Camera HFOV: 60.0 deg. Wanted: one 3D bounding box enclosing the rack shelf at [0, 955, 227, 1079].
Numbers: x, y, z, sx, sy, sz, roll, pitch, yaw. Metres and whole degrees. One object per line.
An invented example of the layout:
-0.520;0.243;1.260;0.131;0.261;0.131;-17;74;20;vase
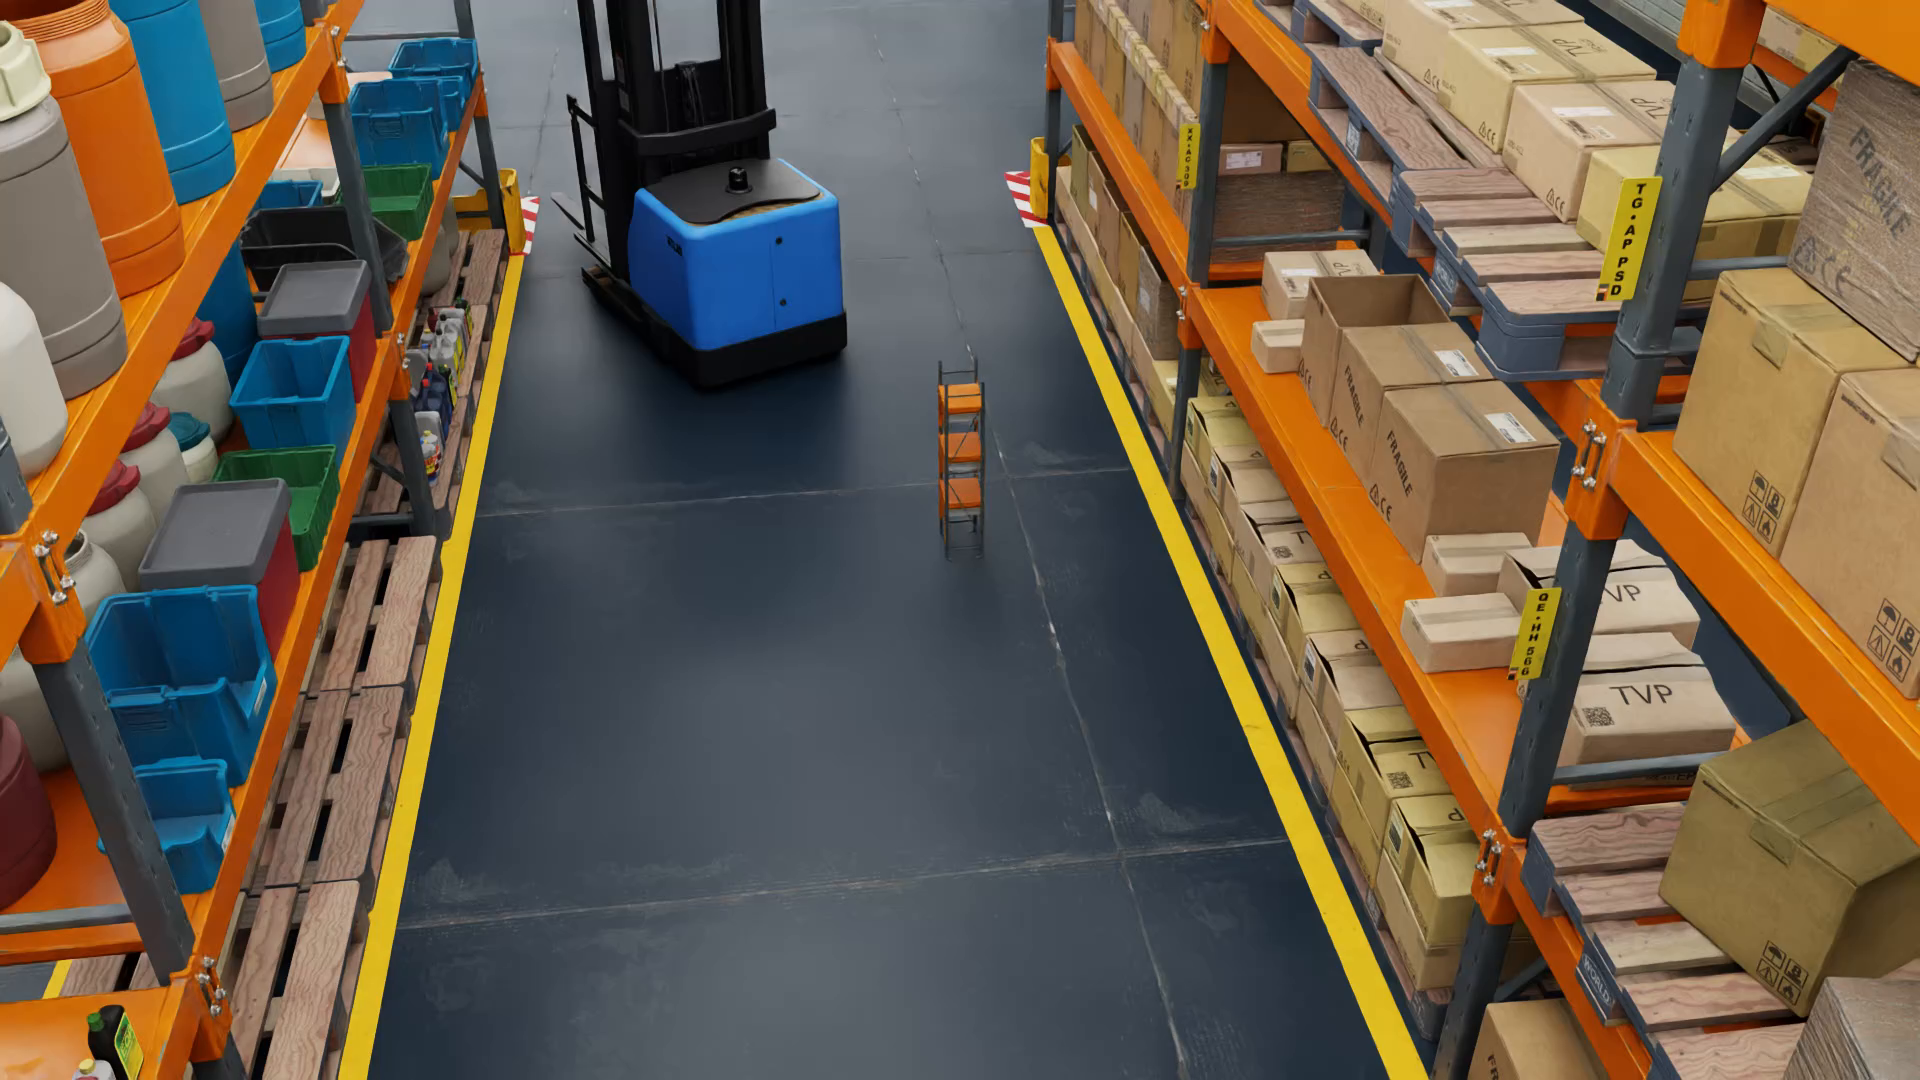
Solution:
-2.438;2.494;3.194;1.077;0.370;4.000;-4;35;-6;rack shelf

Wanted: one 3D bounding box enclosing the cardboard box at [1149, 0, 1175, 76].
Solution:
1.462;-2.911;9.245;0.700;0.500;0.500;-4;35;-6;cardboard box

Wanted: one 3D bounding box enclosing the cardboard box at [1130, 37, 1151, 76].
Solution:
1.207;-2.826;9.697;0.380;0.149;0.250;-3;34;-5;cardboard box

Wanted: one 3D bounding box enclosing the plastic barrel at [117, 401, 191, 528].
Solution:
-3.235;-0.248;6.458;0.433;0.535;0.433;0;34;0;plastic barrel

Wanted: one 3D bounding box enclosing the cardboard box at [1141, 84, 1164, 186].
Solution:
1.457;-2.387;9.629;0.700;0.500;0.500;-4;34;-6;cardboard box

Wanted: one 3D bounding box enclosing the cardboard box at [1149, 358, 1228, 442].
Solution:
1.385;-0.804;9.464;0.500;0.250;0.500;-4;35;-6;cardboard box

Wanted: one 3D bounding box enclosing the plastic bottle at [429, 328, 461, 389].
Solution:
-3.025;-1.063;9.737;0.144;0.351;0.185;-5;35;-7;plastic bottle

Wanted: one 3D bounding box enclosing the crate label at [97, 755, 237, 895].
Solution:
-2.392;0.886;5.063;0.303;0.233;0.416;-4;35;-6;crate label

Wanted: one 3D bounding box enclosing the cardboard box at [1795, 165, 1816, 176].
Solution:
6.115;-2.494;11.871;0.500;0.311;0.500;-2;34;-2;cardboard box

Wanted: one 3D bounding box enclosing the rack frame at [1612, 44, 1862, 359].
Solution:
2.202;-1.771;3.487;1.000;3.000;0.127;-4;35;-6;rack frame

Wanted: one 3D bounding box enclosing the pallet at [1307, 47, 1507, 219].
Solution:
1.869;-1.450;5.846;1.003;0.211;1.213;-3;34;-4;pallet

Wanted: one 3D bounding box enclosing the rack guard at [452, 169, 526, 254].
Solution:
-3.726;-2.312;11.827;1.175;0.500;0.348;-4;35;-6;rack guard

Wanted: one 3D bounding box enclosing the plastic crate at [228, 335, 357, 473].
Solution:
-2.788;-0.553;7.041;0.392;0.384;0.575;-4;35;-6;plastic crate

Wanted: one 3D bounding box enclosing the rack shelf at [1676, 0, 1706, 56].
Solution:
1.933;-2.425;5.440;1.077;0.370;4.000;-4;35;-6;rack shelf

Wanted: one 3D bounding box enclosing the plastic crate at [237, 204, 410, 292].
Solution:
-3.189;-1.428;8.365;0.767;0.338;0.504;-4;35;-6;plastic crate

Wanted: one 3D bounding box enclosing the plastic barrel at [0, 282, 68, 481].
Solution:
-2.445;-0.402;4.042;0.421;0.512;0.421;0;34;0;plastic barrel

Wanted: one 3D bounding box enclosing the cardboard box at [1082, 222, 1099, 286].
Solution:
1.115;-1.920;11.101;0.500;0.250;0.500;-4;35;-6;cardboard box

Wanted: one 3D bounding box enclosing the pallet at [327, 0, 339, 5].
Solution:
-3.439;-2.708;7.693;1.213;0.211;1.003;-4;35;-6;pallet

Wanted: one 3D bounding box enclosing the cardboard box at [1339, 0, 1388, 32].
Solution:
1.814;-2.225;6.576;0.500;0.250;0.500;-8;35;-11;cardboard box

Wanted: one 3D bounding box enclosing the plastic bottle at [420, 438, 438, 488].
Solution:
-2.853;-0.417;8.859;0.097;0.271;0.097;0;34;0;plastic bottle

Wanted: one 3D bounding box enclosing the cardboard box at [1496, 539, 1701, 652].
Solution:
2.274;0.231;5.956;0.500;0.311;0.500;-5;35;-7;cardboard box

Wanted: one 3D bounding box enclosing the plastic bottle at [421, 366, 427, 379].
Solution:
-3.024;-0.872;9.527;0.097;0.271;0.097;0;34;0;plastic bottle

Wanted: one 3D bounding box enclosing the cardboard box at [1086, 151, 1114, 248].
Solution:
1.127;-2.231;10.891;0.500;0.500;0.500;-4;35;-6;cardboard box

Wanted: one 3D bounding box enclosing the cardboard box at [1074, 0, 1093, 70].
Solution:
1.176;-3.537;11.316;0.700;0.500;0.500;-4;35;-6;cardboard box

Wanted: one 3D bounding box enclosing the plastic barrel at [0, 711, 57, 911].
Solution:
-3.070;0.788;4.937;0.600;0.536;0.708;-4;35;-6;plastic barrel

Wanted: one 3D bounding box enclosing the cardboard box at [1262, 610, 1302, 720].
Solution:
1.680;0.540;7.491;0.500;0.250;0.500;-4;34;-5;cardboard box

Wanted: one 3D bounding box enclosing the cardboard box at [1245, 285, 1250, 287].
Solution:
1.837;-1.433;9.720;0.500;0.500;0.500;-4;35;-6;cardboard box

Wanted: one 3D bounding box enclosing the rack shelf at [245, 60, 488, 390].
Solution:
-3.514;-1.970;9.745;1.077;0.370;4.000;-4;35;-6;rack shelf

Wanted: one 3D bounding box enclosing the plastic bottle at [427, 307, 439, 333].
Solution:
-3.200;-1.300;10.144;0.061;0.283;0.133;-4;35;-6;plastic bottle

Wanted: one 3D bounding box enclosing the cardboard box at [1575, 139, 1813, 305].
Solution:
2.085;-0.892;4.621;0.500;0.250;0.500;-7;35;-10;cardboard box

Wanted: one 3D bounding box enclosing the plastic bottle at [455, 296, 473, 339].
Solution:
-3.068;-1.387;10.272;0.061;0.283;0.133;-4;34;-5;plastic bottle

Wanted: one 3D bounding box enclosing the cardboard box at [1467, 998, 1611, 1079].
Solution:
1.980;1.834;5.352;0.500;0.500;0.500;-3;34;-4;cardboard box

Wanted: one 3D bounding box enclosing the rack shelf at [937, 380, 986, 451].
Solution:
0.007;-0.630;8.385;0.215;0.259;0.240;-4;35;-6;rack shelf

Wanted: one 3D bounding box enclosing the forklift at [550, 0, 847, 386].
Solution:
-1.923;-2.945;10.598;1.130;2.935;3.031;-19;39;-26;forklift

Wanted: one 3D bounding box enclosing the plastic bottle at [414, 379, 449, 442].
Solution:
-2.942;-0.721;9.234;0.144;0.351;0.185;-3;34;-5;plastic bottle

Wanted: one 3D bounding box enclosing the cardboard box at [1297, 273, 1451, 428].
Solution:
1.822;-0.842;7.362;0.500;0.500;0.500;-2;34;-3;cardboard box

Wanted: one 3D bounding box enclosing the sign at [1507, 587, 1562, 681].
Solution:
1.652;0.273;4.786;0.100;0.325;0.005;-4;35;-6;sign

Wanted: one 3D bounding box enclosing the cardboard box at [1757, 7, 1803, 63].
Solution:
5.869;-3.495;11.459;0.500;0.250;0.500;-5;35;-8;cardboard box

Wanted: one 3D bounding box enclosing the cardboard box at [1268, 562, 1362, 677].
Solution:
1.681;0.314;7.326;0.500;0.311;0.500;-3;34;-5;cardboard box

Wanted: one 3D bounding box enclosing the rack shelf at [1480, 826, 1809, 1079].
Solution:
2.471;2.121;3.742;1.077;0.370;4.000;-4;35;-6;rack shelf

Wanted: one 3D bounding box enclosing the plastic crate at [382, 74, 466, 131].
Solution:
-3.337;-2.703;10.313;0.499;0.251;0.408;-4;35;-6;plastic crate

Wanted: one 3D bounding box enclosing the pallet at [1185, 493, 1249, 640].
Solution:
1.802;0.036;8.638;1.003;0.211;1.213;-4;35;-6;pallet

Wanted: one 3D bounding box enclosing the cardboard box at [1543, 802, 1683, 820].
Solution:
2.423;1.124;6.136;0.500;0.311;0.500;-3;34;-5;cardboard box

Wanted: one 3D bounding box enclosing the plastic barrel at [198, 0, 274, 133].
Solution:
-2.873;-1.966;5.991;0.600;0.901;0.600;0;34;0;plastic barrel

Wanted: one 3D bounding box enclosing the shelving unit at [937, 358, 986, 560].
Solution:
0.007;-0.404;8.539;0.215;1.050;0.252;-4;35;-6;shelving unit

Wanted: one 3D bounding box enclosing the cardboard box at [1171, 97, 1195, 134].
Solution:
1.346;-2.254;8.857;0.380;0.149;0.250;-5;35;-8;cardboard box

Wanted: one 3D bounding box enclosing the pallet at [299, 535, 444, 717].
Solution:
-3.101;0.436;8.051;1.003;0.211;1.213;-4;35;-6;pallet

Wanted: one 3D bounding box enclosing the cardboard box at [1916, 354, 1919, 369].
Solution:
2.323;-0.458;3.247;0.500;0.500;0.500;-4;35;-6;cardboard box

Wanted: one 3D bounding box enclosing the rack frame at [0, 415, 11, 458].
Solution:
-2.707;-1.398;2.940;1.000;3.000;0.127;-4;35;-6;rack frame

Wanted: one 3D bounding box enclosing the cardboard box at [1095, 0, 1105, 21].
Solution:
1.068;-3.403;10.544;0.380;0.149;0.250;-5;35;-7;cardboard box
